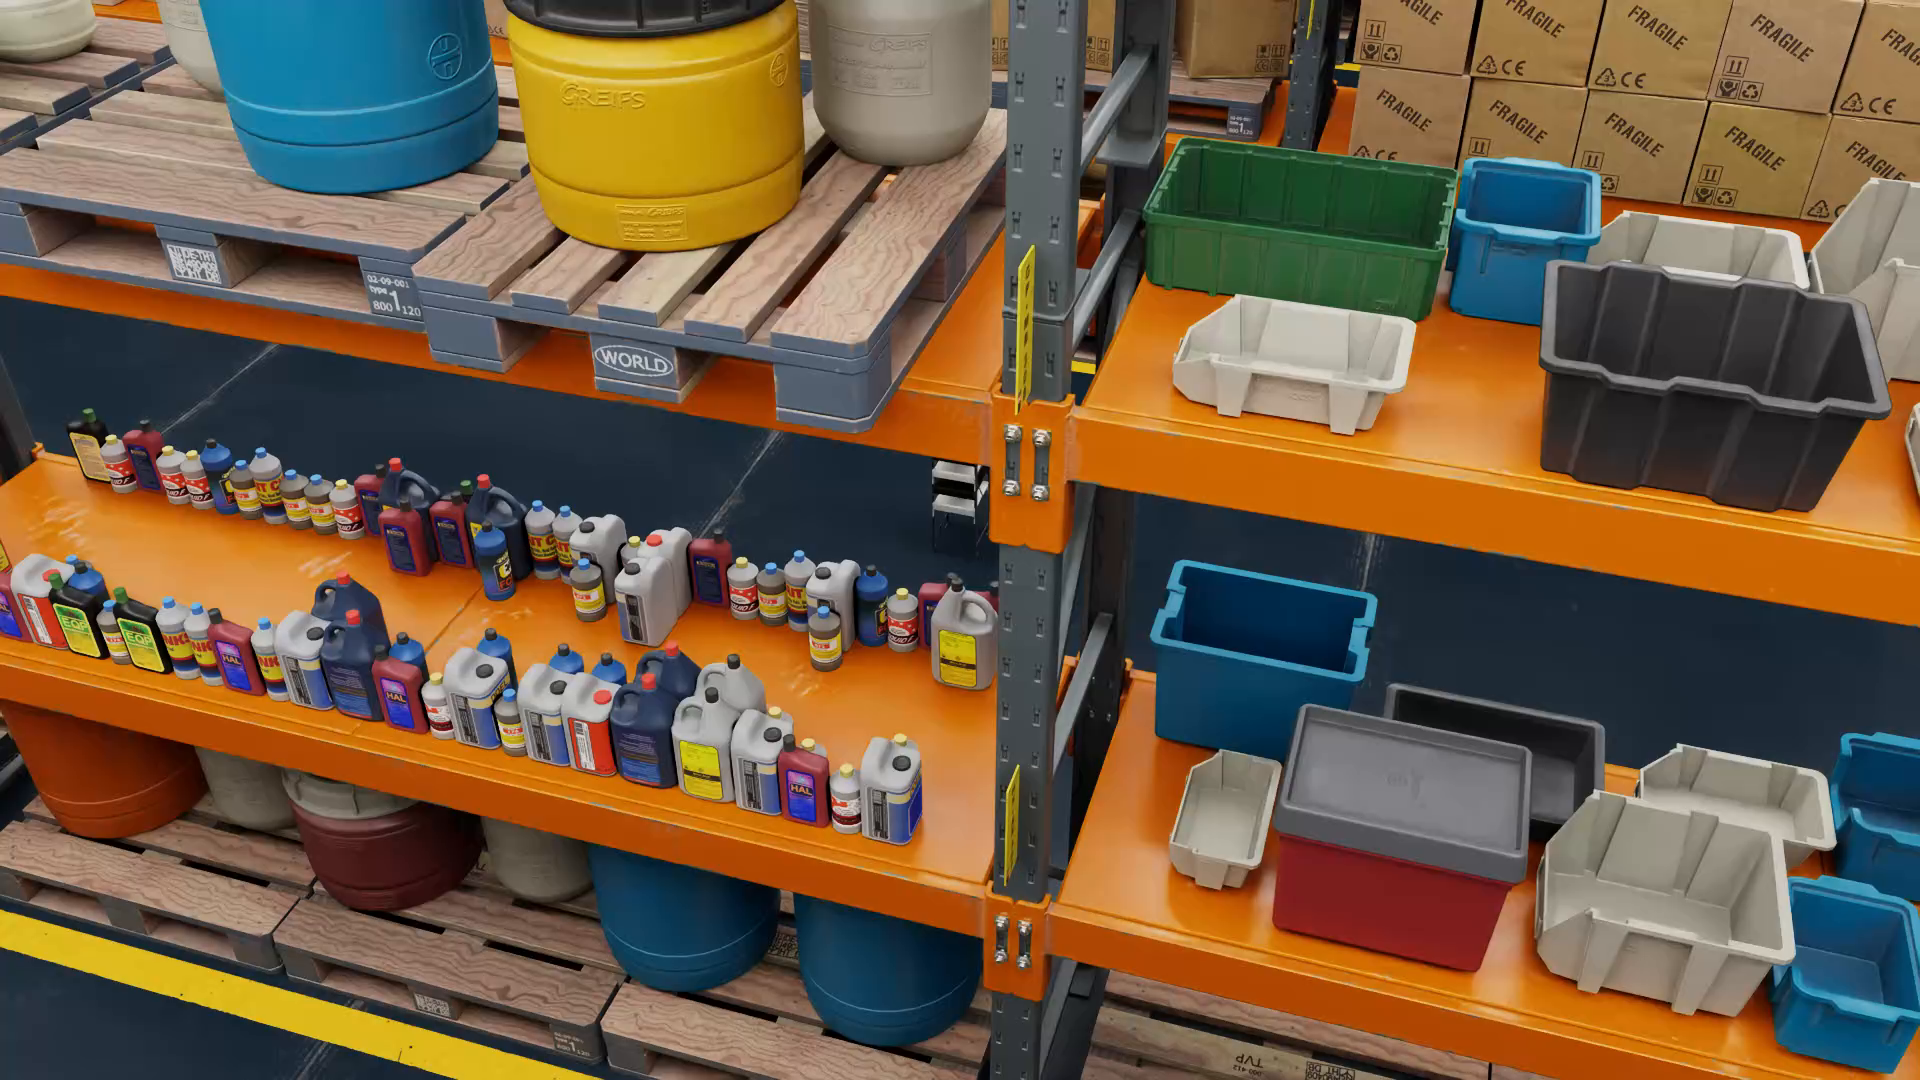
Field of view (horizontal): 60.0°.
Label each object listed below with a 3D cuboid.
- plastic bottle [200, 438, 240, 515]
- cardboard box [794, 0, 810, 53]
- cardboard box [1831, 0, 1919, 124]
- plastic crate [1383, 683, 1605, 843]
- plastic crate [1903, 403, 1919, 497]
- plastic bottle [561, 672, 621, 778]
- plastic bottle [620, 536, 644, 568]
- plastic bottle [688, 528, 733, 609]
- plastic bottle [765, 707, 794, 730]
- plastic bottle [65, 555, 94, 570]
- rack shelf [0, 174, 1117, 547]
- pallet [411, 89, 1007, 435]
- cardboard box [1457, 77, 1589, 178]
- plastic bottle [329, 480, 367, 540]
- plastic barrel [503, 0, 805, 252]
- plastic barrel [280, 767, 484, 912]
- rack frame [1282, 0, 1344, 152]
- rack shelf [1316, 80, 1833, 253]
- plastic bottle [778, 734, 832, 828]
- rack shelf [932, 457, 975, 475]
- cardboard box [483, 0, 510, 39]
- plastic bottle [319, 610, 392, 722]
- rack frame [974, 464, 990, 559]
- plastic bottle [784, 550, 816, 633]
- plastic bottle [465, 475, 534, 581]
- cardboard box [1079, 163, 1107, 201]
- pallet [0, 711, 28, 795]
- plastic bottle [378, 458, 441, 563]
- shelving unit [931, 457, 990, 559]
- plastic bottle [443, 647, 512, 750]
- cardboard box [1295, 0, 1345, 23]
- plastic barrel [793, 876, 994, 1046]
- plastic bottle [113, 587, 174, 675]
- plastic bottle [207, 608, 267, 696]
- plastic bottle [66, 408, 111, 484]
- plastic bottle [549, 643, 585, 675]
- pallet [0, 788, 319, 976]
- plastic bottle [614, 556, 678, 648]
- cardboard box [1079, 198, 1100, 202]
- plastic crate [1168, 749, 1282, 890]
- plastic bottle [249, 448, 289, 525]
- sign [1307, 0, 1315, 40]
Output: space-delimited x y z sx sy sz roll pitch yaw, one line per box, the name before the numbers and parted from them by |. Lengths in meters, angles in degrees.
plastic bottle | -2.502 -0.223 5.631 0.097 0.271 0.097 0 36 0
cardboard box | -0.595 -2.905 8.728 0.500 0.500 0.700 18 40 22
cardboard box | 4.105 -2.142 7.203 0.500 0.500 0.500 11 38 15
plastic crate | 1.440 0.629 4.547 0.590 0.125 0.437 10 38 14
plastic crate | 2.064 -0.123 3.079 0.530 0.136 0.437 10 38 14
plastic bottle | -1.011 0.506 4.637 0.135 0.276 0.152 10 38 14
plastic bottle | -1.023 0.079 5.279 0.097 0.201 0.097 0 36 0
plastic bottle | -0.779 0.080 5.209 0.133 0.283 0.061 10 38 14
plastic bottle | -0.510 0.551 4.638 0.097 0.201 0.097 0 36 0
plastic bottle | -2.748 0.137 5.202 0.097 0.201 0.097 0 36 0
rack shelf | -1.617 -0.776 4.350 4.000 0.370 1.077 10 38 14
pallet | -0.485 -0.719 3.825 1.003 0.211 1.213 10 38 14
cardboard box | 2.667 -2.013 7.870 0.500 0.500 0.500 11 38 15
plastic bottle | -2.037 -0.109 5.535 0.097 0.201 0.097 0 36 0
plastic barrel | -0.640 -1.003 3.539 0.600 0.588 0.600 0 36 0
plastic barrel | -1.976 0.868 5.721 0.708 0.588 0.600 10 38 14
rack frame | 1.772 -2.306 8.352 0.127 3.000 1.000 10 38 14
rack shelf | 3.681 -1.662 8.085 4.000 0.370 1.077 10 38 14
plastic bottle | -0.415 0.641 4.446 0.133 0.283 0.061 10 38 14
rack shelf | 0.008 -0.407 7.448 0.200 0.077 0.258 10 38 14
cardboard box | -2.380 -3.066 9.460 0.500 0.311 0.500 13 38 17
plastic bottle | -1.734 0.344 4.794 0.185 0.351 0.144 10 38 14
rack frame | 0.105 -0.343 7.457 0.006 0.900 0.240 10 38 14
plastic bottle | -0.488 0.150 5.124 0.097 0.271 0.097 0 36 0
plastic bottle | -1.479 -0.051 5.330 0.185 0.351 0.144 10 38 14
cardboard box | 0.871 -1.787 9.386 0.500 0.500 0.500 11 38 15
pallet | -4.254 0.753 6.548 1.213 0.211 1.003 10 38 14
plastic bottle | -1.782 -0.107 5.406 0.185 0.351 0.144 10 38 14
shelving unit | 0.008 -0.361 7.481 0.210 0.900 0.258 10 38 14
plastic bottle | -1.361 0.441 4.725 0.135 0.276 0.152 10 38 14
cardboard box | 2.587 -4.454 12.730 0.750 0.750 0.750 11 38 14
plastic barrel | -0.222 1.066 5.186 0.708 0.901 0.600 10 38 14
plastic bottle | -2.433 0.268 4.954 0.133 0.283 0.061 10 38 14
plastic bottle | -2.120 0.326 4.875 0.133 0.283 0.061 10 38 14
plastic bottle | -3.013 -0.334 5.771 0.133 0.283 0.061 10 38 14
plastic bottle | -1.120 0.410 4.771 0.097 0.271 0.097 0 36 0
pallet | -2.761 1.028 6.175 1.213 0.211 1.003 10 38 14
plastic bottle | -0.966 0.171 5.091 0.135 0.276 0.152 10 38 14
cardboard box | 0.747 -1.493 8.986 0.500 0.500 0.500 11 38 14
plastic crate | 0.693 0.741 4.384 0.243 0.136 0.396 10 38 14
plastic bottle | -2.316 -0.188 5.584 0.097 0.271 0.097 0 36 0
sign | 1.610 -2.457 7.581 0.005 0.325 0.100 10 38 14
